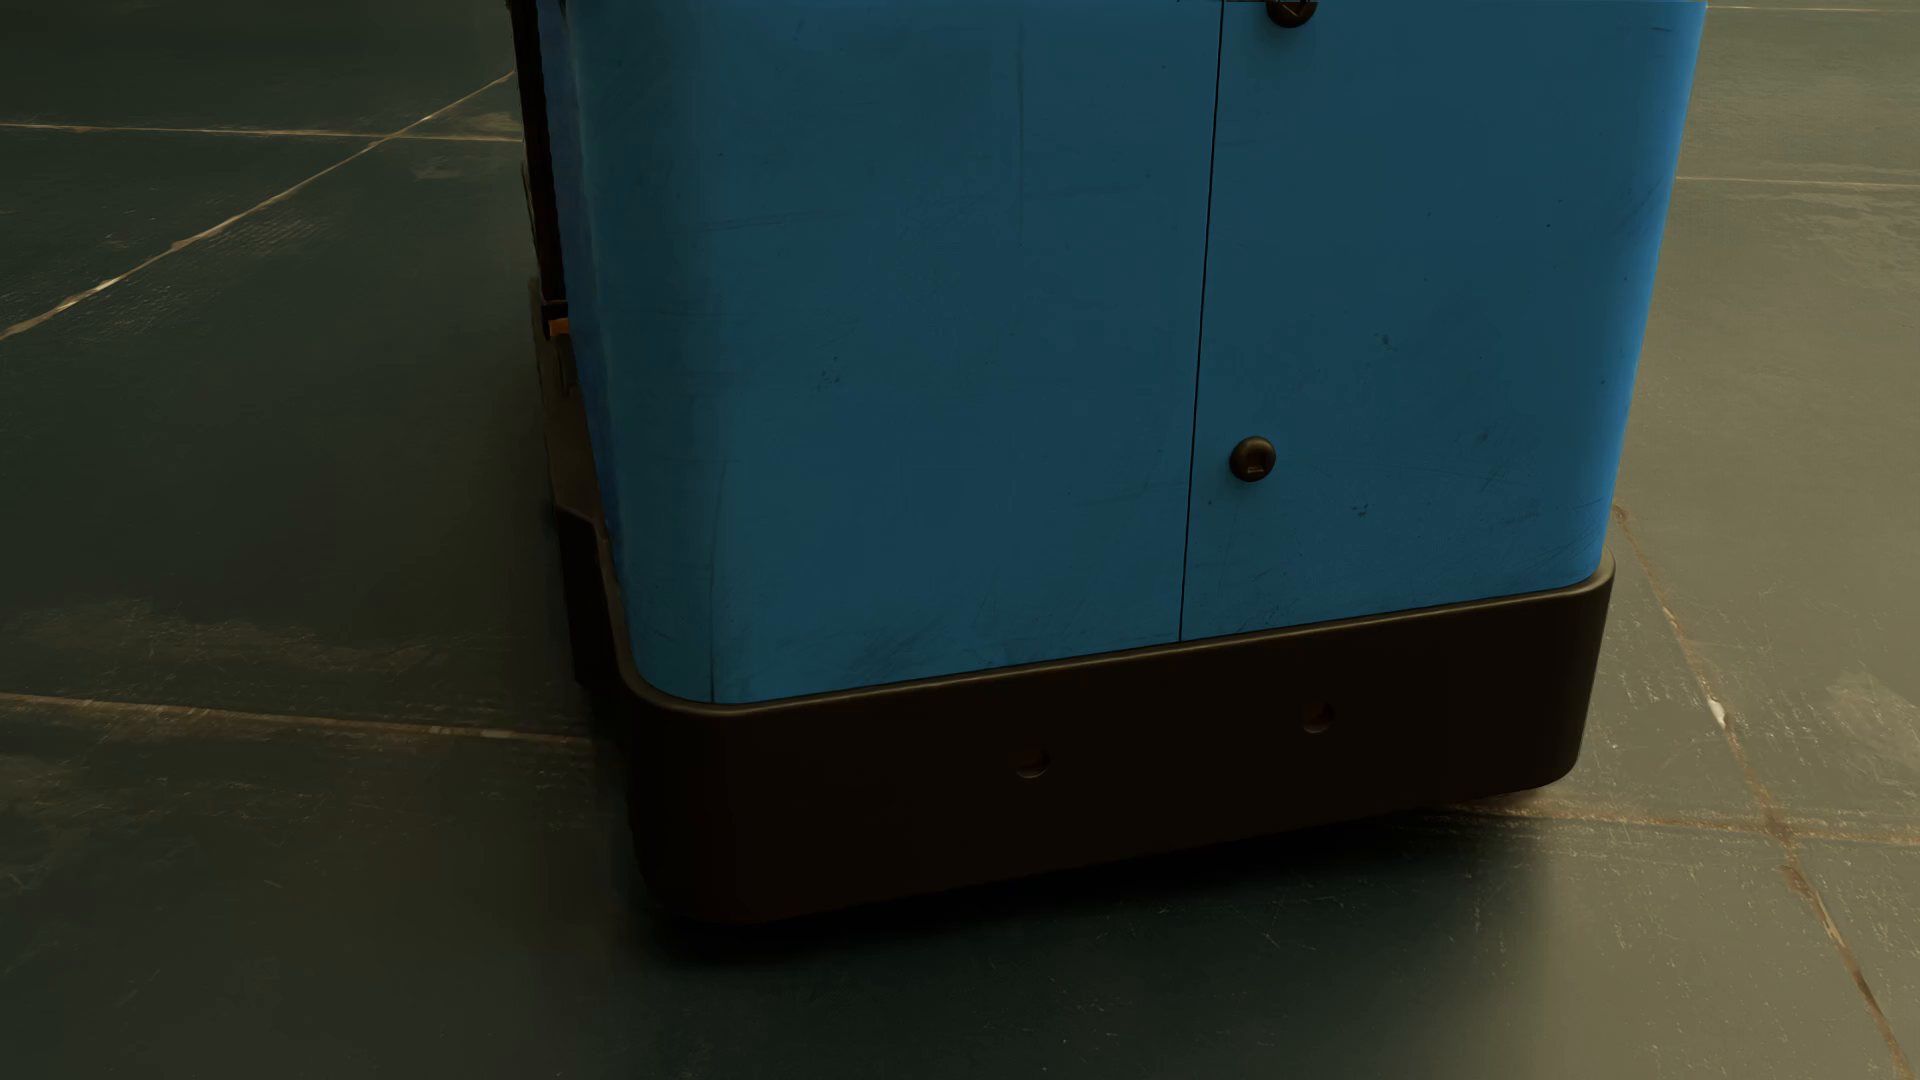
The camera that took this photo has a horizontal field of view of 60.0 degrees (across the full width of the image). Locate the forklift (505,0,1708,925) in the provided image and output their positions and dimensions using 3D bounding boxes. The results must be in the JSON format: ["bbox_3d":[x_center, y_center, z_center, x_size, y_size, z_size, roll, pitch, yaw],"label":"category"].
[{"bbox_3d":[-0.185,-1.580,2.384,1.130,2.935,3.031,-7,27,-14],"label":"forklift"}]
